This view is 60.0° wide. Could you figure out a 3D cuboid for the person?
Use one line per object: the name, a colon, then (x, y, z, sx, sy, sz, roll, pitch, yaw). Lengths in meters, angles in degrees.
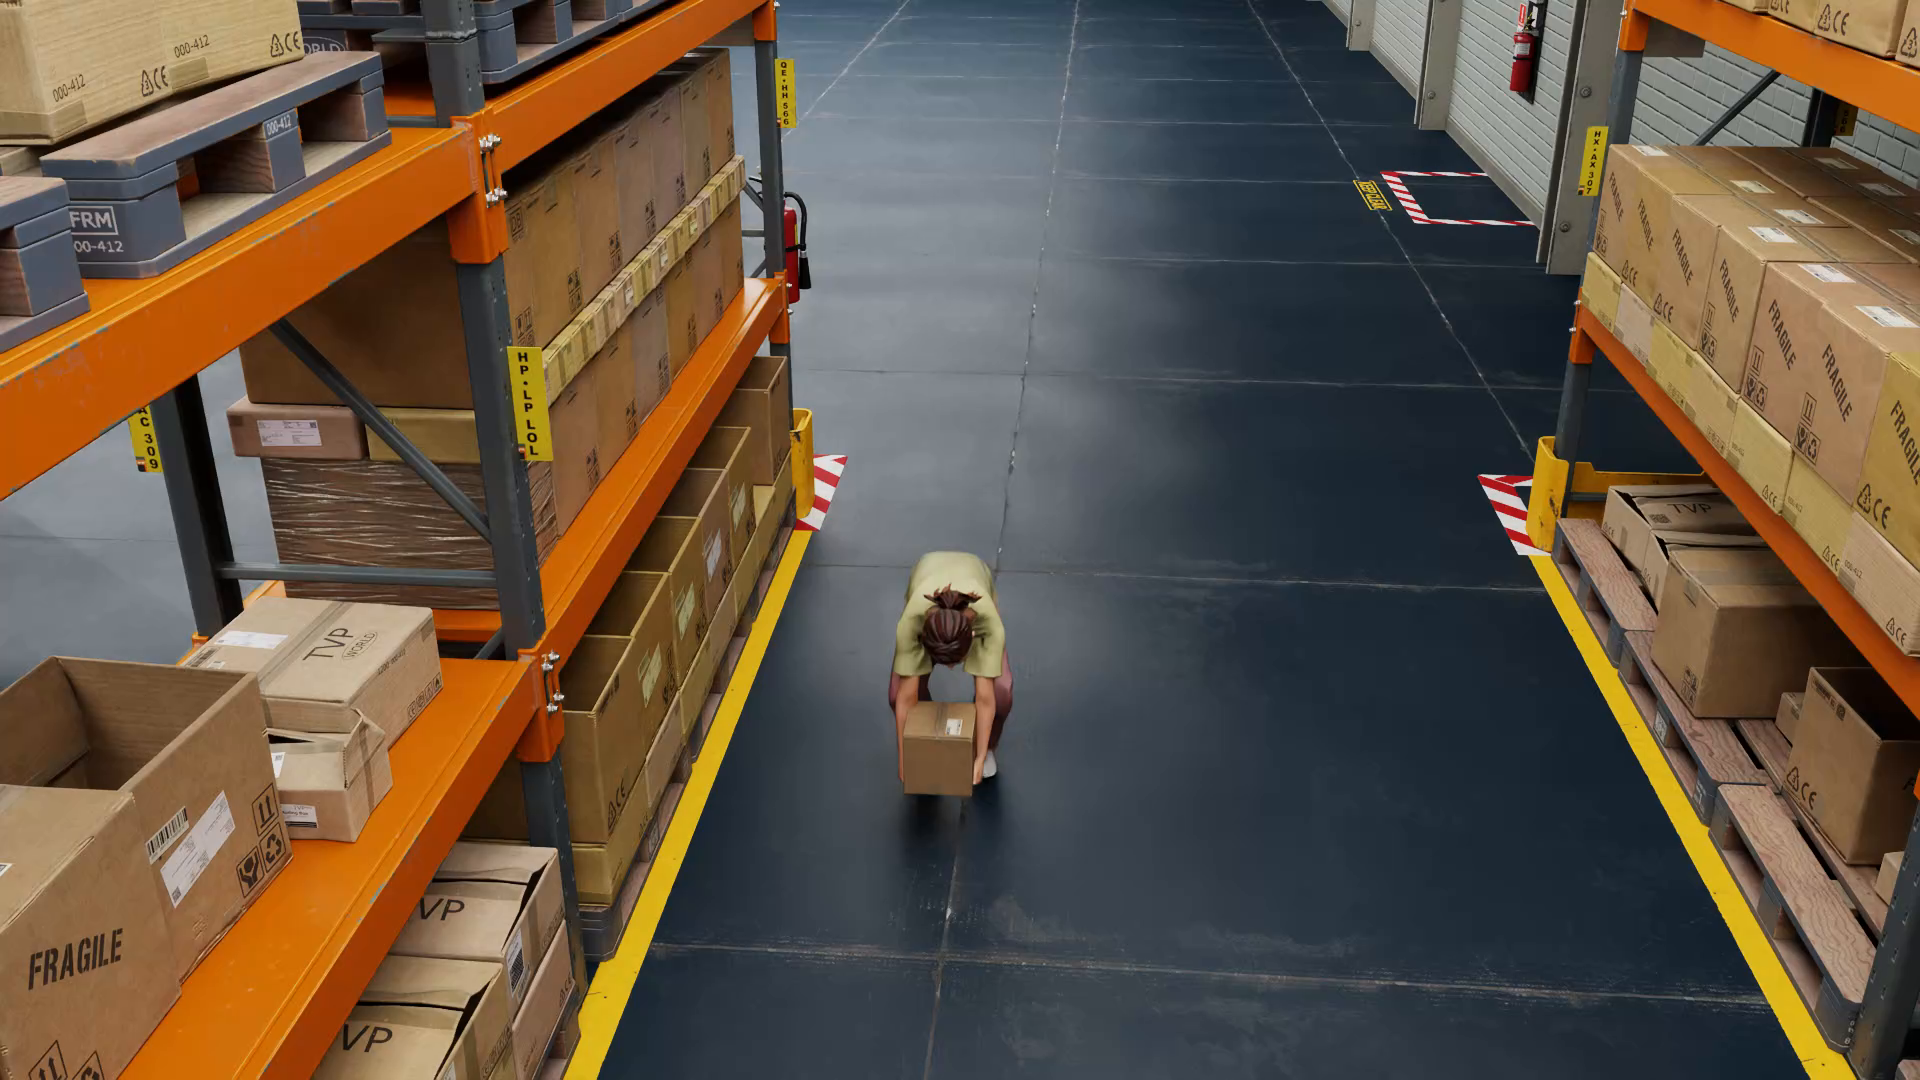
person: (-0.035, 0.527, 6.334, 0.476, 0.945, 0.864, 1, 25, 2)
